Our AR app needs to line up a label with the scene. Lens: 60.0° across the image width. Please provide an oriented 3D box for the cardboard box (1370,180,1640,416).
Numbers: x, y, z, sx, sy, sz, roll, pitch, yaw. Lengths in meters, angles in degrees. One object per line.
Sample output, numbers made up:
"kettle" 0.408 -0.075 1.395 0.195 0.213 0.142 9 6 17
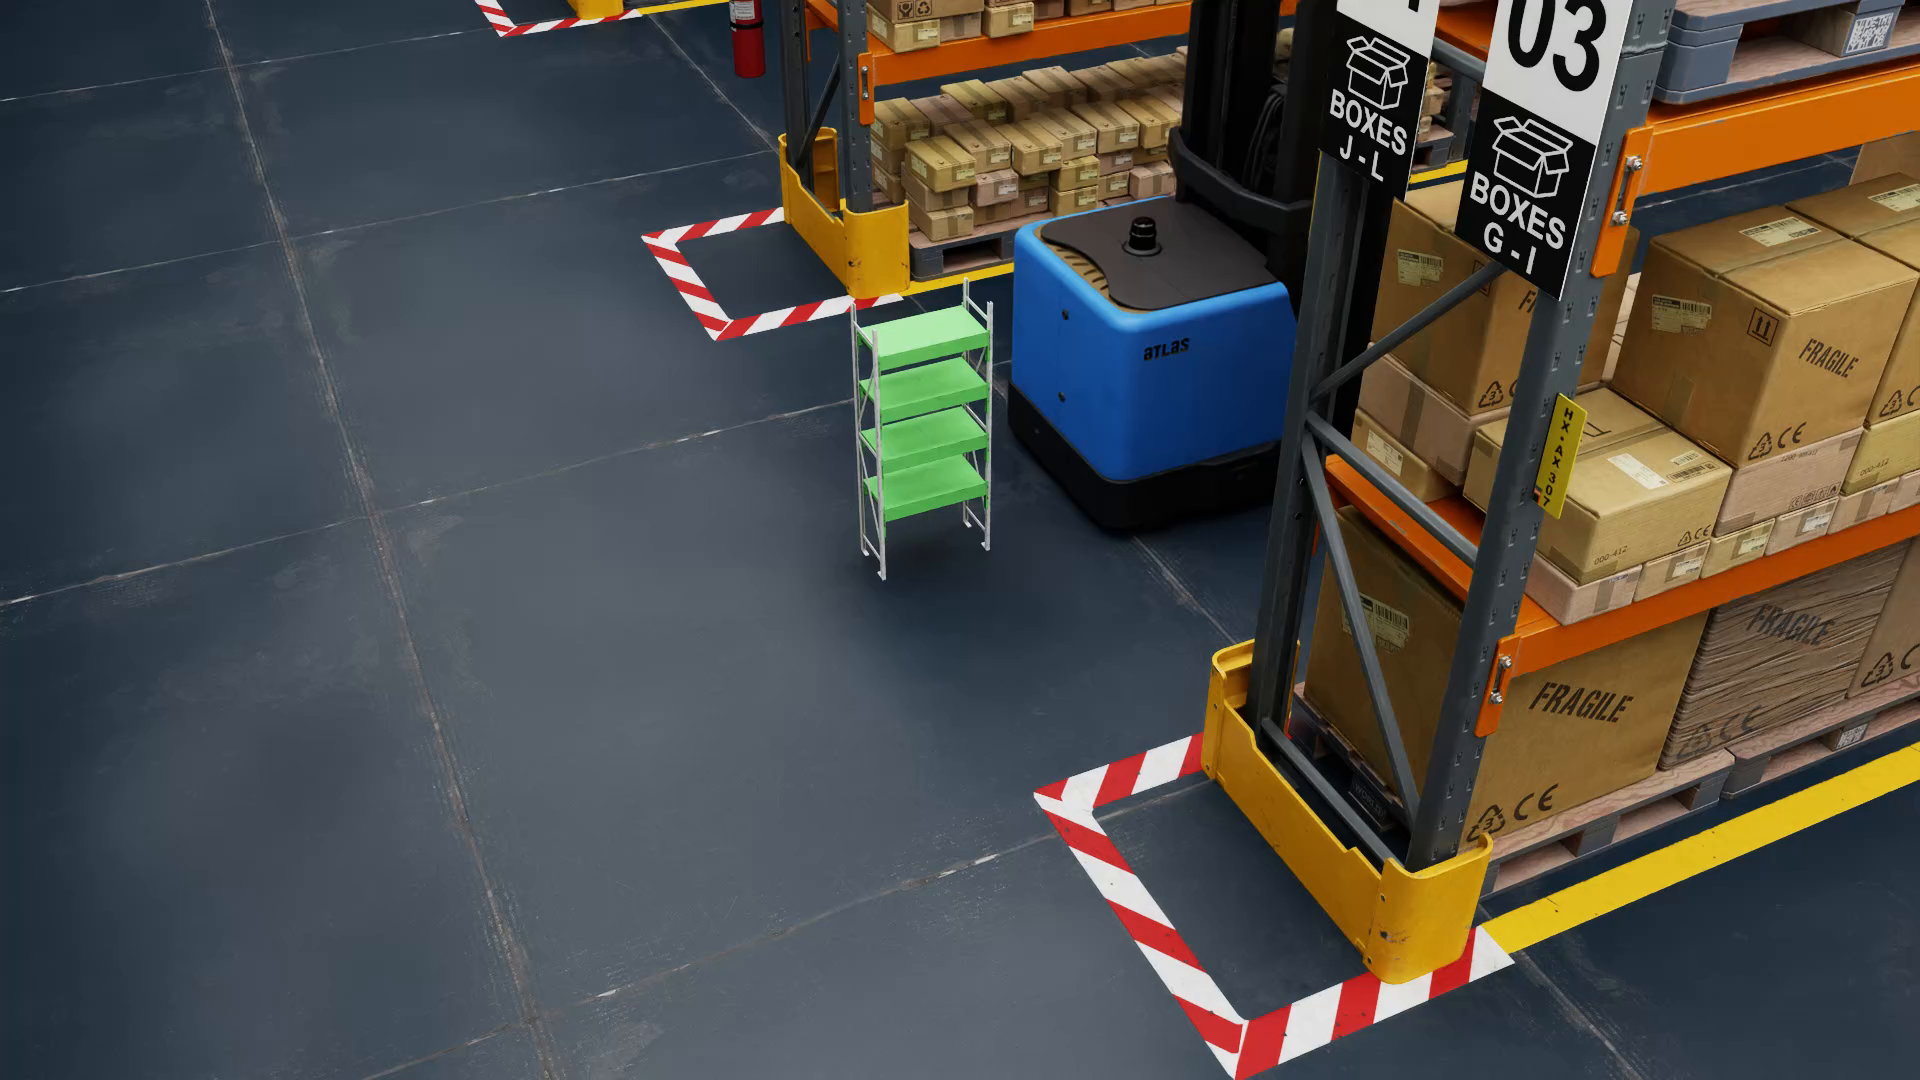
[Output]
"cardboard box" 1.620 -0.757 4.999 0.500 0.500 0.500 -15 39 -19

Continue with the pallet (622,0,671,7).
"pallet" -2.230 -4.600 13.275 1.213 0.211 1.003 -16 39 -20

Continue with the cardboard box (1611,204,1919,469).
"cardboard box" 2.292 -0.594 4.780 0.500 0.500 0.500 -17 40 -21

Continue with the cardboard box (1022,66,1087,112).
"cardboard box" 0.559 -2.661 9.861 0.250 0.149 0.380 -14 39 -18

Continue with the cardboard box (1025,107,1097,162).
"cardboard box" 0.563 -2.280 9.348 0.250 0.149 0.380 -18 40 -22

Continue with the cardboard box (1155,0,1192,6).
"cardboard box" 1.097 -3.058 9.066 0.250 0.149 0.380 -14 39 -18

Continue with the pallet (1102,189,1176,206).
"pallet" 1.196 -2.224 10.071 1.213 0.211 1.003 -16 39 -20

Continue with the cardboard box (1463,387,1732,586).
"cardboard box" 1.840 -0.166 4.833 0.500 0.250 0.500 -17 40 -21

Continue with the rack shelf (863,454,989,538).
"rack shelf" -0.150 -0.196 7.017 0.480 0.148 0.258 -16 39 -20

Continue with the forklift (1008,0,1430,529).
"forklift" 1.784 -1.814 7.235 3.031 2.935 1.130 -16 39 -20

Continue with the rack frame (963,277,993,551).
"rack frame" 0.071 -0.502 6.919 0.015 1.200 0.240 -16 39 -20

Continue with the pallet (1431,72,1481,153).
"pallet" 3.600 -2.922 11.012 1.213 0.211 1.003 -16 39 -20

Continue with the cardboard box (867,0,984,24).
"cardboard box" -0.202 -2.956 8.384 0.500 0.500 0.500 -14 39 -18

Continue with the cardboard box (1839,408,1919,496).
"cardboard box" 2.764 -0.427 5.184 0.500 0.250 0.500 -17 40 -21

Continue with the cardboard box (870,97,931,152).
"cardboard box" -0.354 -2.365 9.462 0.250 0.149 0.380 -15 39 -19

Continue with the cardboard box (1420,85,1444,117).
"cardboard box" 2.745 -2.736 10.212 0.250 0.149 0.380 -15 39 -19

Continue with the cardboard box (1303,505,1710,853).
"cardboard box" 1.836 0.348 5.693 0.875 0.875 0.875 -16 39 -20

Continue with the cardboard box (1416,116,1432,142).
"cardboard box" 2.685 -2.585 10.257 0.250 0.149 0.380 -15 39 -19

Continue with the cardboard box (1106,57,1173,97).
"cardboard box" 1.070 -2.749 9.980 0.250 0.149 0.380 -15 39 -20

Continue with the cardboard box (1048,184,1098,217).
"cardboard box" 0.587 -1.998 9.466 0.250 0.149 0.380 -15 39 -19

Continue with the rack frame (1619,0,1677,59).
"rack frame" 1.290 -2.541 3.122 0.127 3.000 1.000 -16 39 -20

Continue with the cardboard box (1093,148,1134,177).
"cardboard box" 0.792 -2.242 9.546 0.250 0.149 0.380 -18 40 -22

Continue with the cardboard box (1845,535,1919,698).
"cardboard box" 3.465 -0.107 6.308 0.875 0.875 0.875 -16 39 -20

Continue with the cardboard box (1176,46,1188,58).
"cardboard box" 1.521 -2.904 10.189 0.250 0.149 0.380 -15 39 -19

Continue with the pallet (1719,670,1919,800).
"pallet" 3.084 0.438 6.483 1.213 0.211 1.003 -16 39 -20

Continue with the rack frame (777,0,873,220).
"rack frame" -0.726 -2.832 8.550 0.127 3.000 1.000 -16 39 -20

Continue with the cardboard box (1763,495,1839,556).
"cardboard box" 2.451 -0.140 5.131 0.250 0.149 0.380 -16 40 -21

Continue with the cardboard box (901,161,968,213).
"cardboard box" -0.142 -1.969 9.178 0.250 0.149 0.380 -14 39 -18

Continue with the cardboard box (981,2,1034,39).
"cardboard box" 0.186 -2.762 8.667 0.250 0.149 0.380 -17 40 -21

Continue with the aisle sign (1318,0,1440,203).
"aisle sign" 1.098 -1.319 4.328 0.004 0.787 0.394 -16 39 -20

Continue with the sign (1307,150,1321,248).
"sign" 1.072 -0.988 4.893 0.005 0.325 0.100 -16 39 -20

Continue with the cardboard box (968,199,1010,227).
"cardboard box" 0.087 -1.926 9.369 0.250 0.149 0.380 -16 39 -20

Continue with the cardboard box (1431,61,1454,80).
"cardboard box" 3.458 -3.332 10.970 0.500 0.500 0.500 -16 40 -21

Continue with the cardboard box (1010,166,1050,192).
"cardboard box" 0.314 -2.117 9.378 0.250 0.149 0.380 -15 39 -19

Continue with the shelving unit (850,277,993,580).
"shelving unit" -0.150 -0.440 6.836 0.503 1.200 0.258 -16 39 -20

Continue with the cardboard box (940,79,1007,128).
"cardboard box" 0.078 -2.532 9.686 0.250 0.149 0.380 -16 40 -21

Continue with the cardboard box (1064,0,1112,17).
"cardboard box" 0.618 -2.957 8.930 0.250 0.149 0.380 -16 39 -20

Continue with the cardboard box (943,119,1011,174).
"cardboard box" 0.092 -2.178 9.210 0.250 0.149 0.380 -15 39 -19

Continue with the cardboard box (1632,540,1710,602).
"cardboard box" 1.984 -0.008 4.954 0.250 0.149 0.380 -16 40 -21

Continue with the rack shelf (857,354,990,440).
"rack shelf" -0.150 -0.581 6.731 0.480 0.148 0.258 -16 39 -20

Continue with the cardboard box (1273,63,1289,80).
"cardboard box" 1.979 -2.700 9.913 0.250 0.149 0.380 -14 39 -18

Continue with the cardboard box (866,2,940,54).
"cardboard box" -0.293 -2.636 8.497 0.250 0.149 0.380 -16 39 -20

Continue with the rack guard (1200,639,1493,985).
"rack guard" 1.269 0.879 5.646 0.348 0.500 1.175 -16 39 -20

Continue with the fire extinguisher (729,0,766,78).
"fire extinguisher" -1.150 -2.836 8.934 0.183 0.674 0.296 -16 39 -20

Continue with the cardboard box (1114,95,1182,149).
"cardboard box" 1.076 -2.387 9.492 0.250 0.149 0.380 -15 39 -19

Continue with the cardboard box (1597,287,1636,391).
"cardboard box" 2.076 -0.584 5.396 0.500 0.250 0.500 -16 40 -21

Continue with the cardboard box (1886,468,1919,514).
"cardboard box" 2.915 -0.269 5.306 0.250 0.149 0.380 -16 39 -20

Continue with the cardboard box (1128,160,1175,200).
"cardboard box" 1.040 -2.130 9.644 0.250 0.149 0.380 -18 40 -22

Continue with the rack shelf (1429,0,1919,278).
"rack shelf" 3.101 -1.553 4.912 4.000 0.370 1.077 -16 39 -20

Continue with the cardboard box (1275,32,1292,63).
"cardboard box" 2.013 -3.003 10.322 0.250 0.149 0.380 -16 40 -21

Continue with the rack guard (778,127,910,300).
"rack guard" -0.657 -1.847 9.320 0.348 0.500 1.175 -16 39 -20
